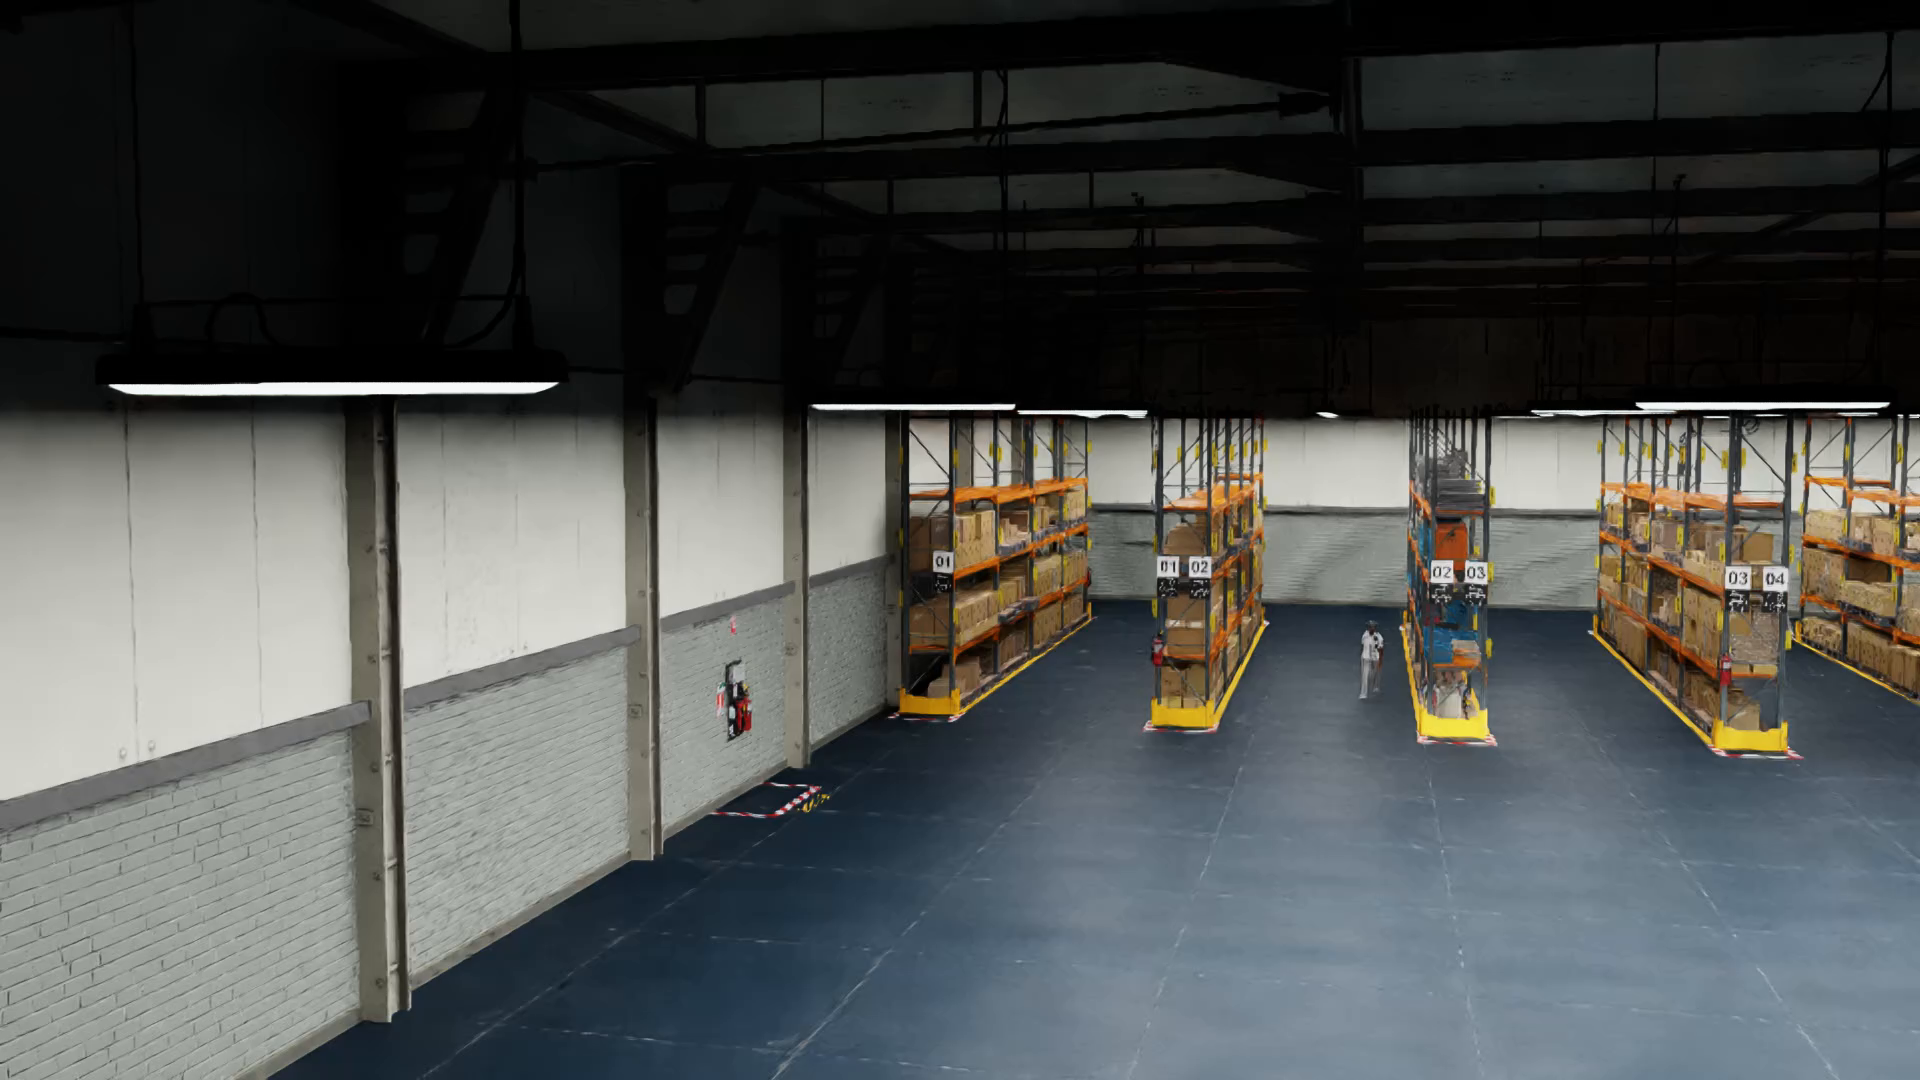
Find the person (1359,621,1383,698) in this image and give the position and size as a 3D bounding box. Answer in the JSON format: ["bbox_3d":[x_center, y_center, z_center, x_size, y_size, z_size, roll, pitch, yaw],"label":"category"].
[{"bbox_3d":[8.524,2.441,34.408,0.450,1.588,1.082,1,4,18],"label":"person"}]

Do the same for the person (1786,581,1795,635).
[{"bbox_3d":[21.992,1.650,44.481,0.481,1.784,0.745,-1,4,-14],"label":"person"}]
